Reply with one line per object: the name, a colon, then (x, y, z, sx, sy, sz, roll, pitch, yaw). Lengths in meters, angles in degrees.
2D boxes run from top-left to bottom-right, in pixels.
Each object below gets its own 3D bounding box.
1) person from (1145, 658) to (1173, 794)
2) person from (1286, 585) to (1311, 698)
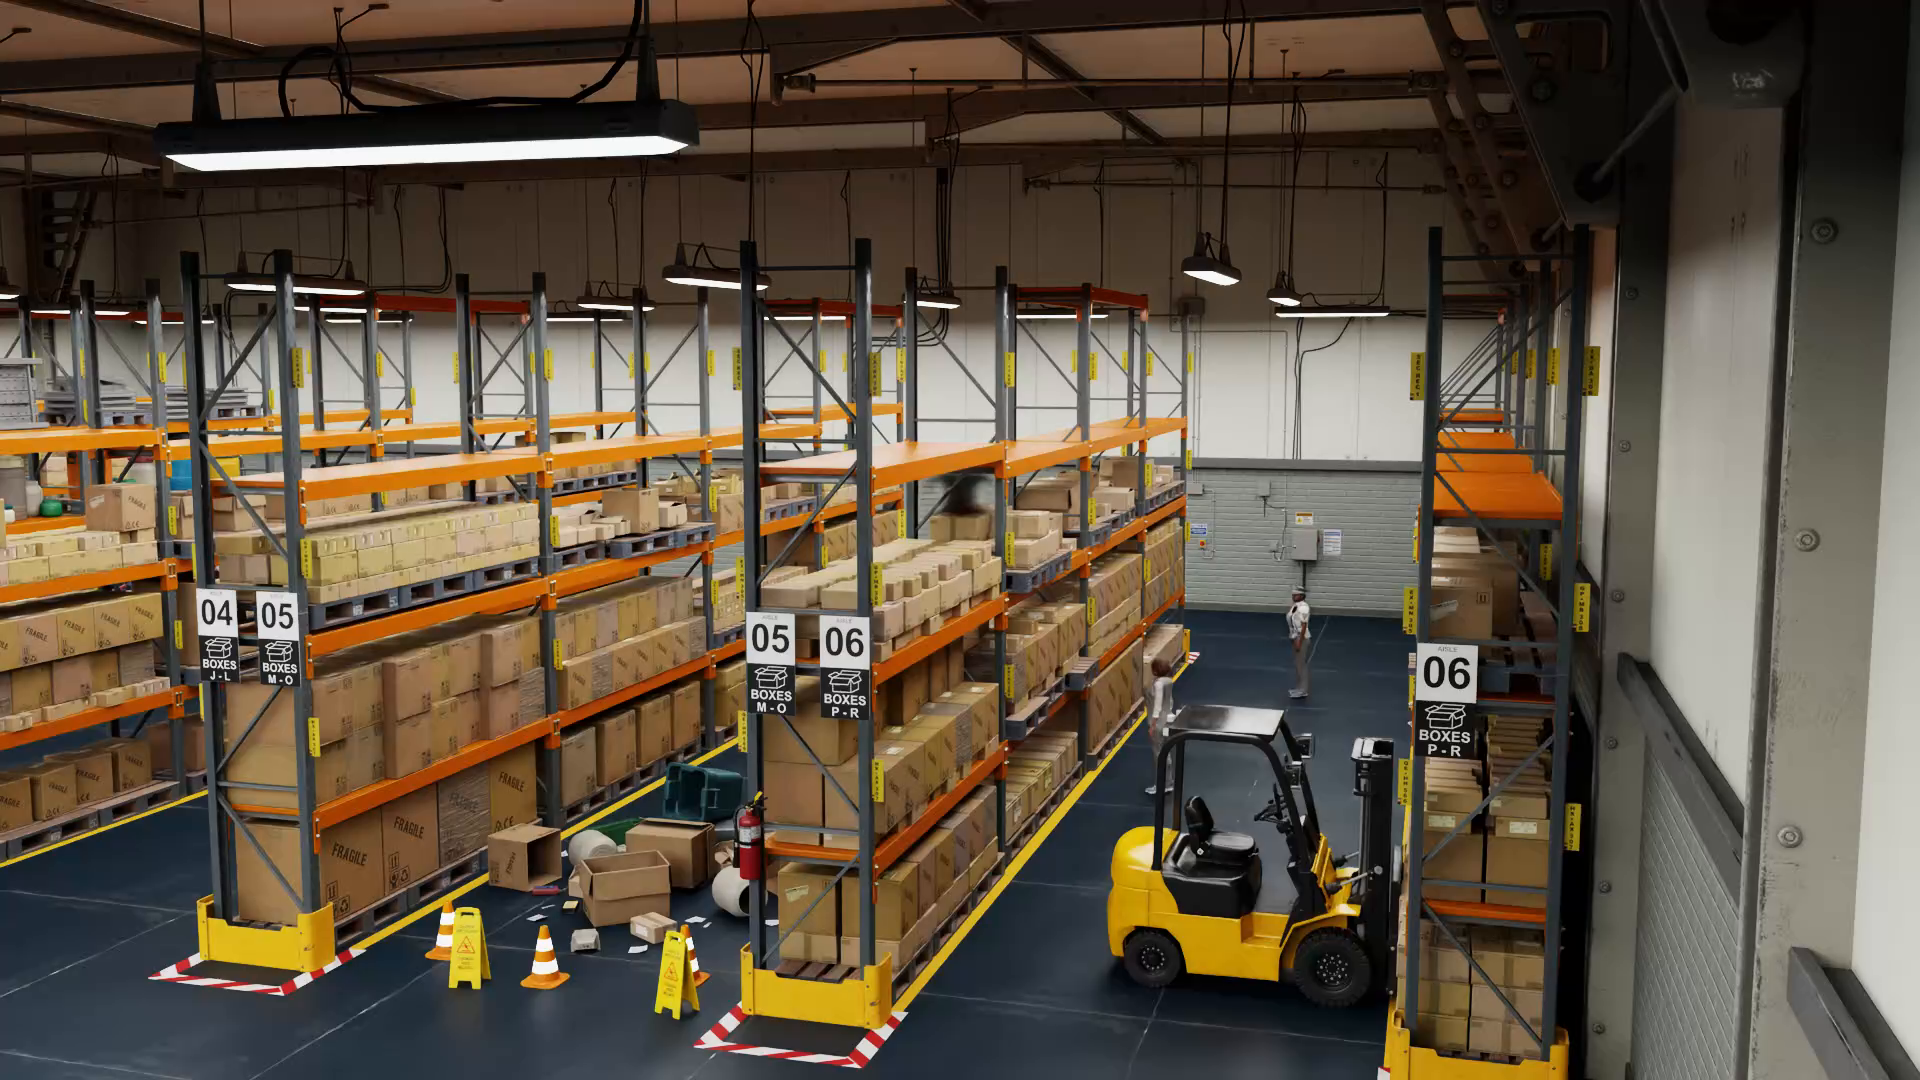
person: (2.358, 2.185, 19.594, 0.321, 1.611, 0.513, 4, 7, 29)
person: (5.109, 1.519, 25.104, 0.352, 1.688, 0.468, 0, 6, 1)
